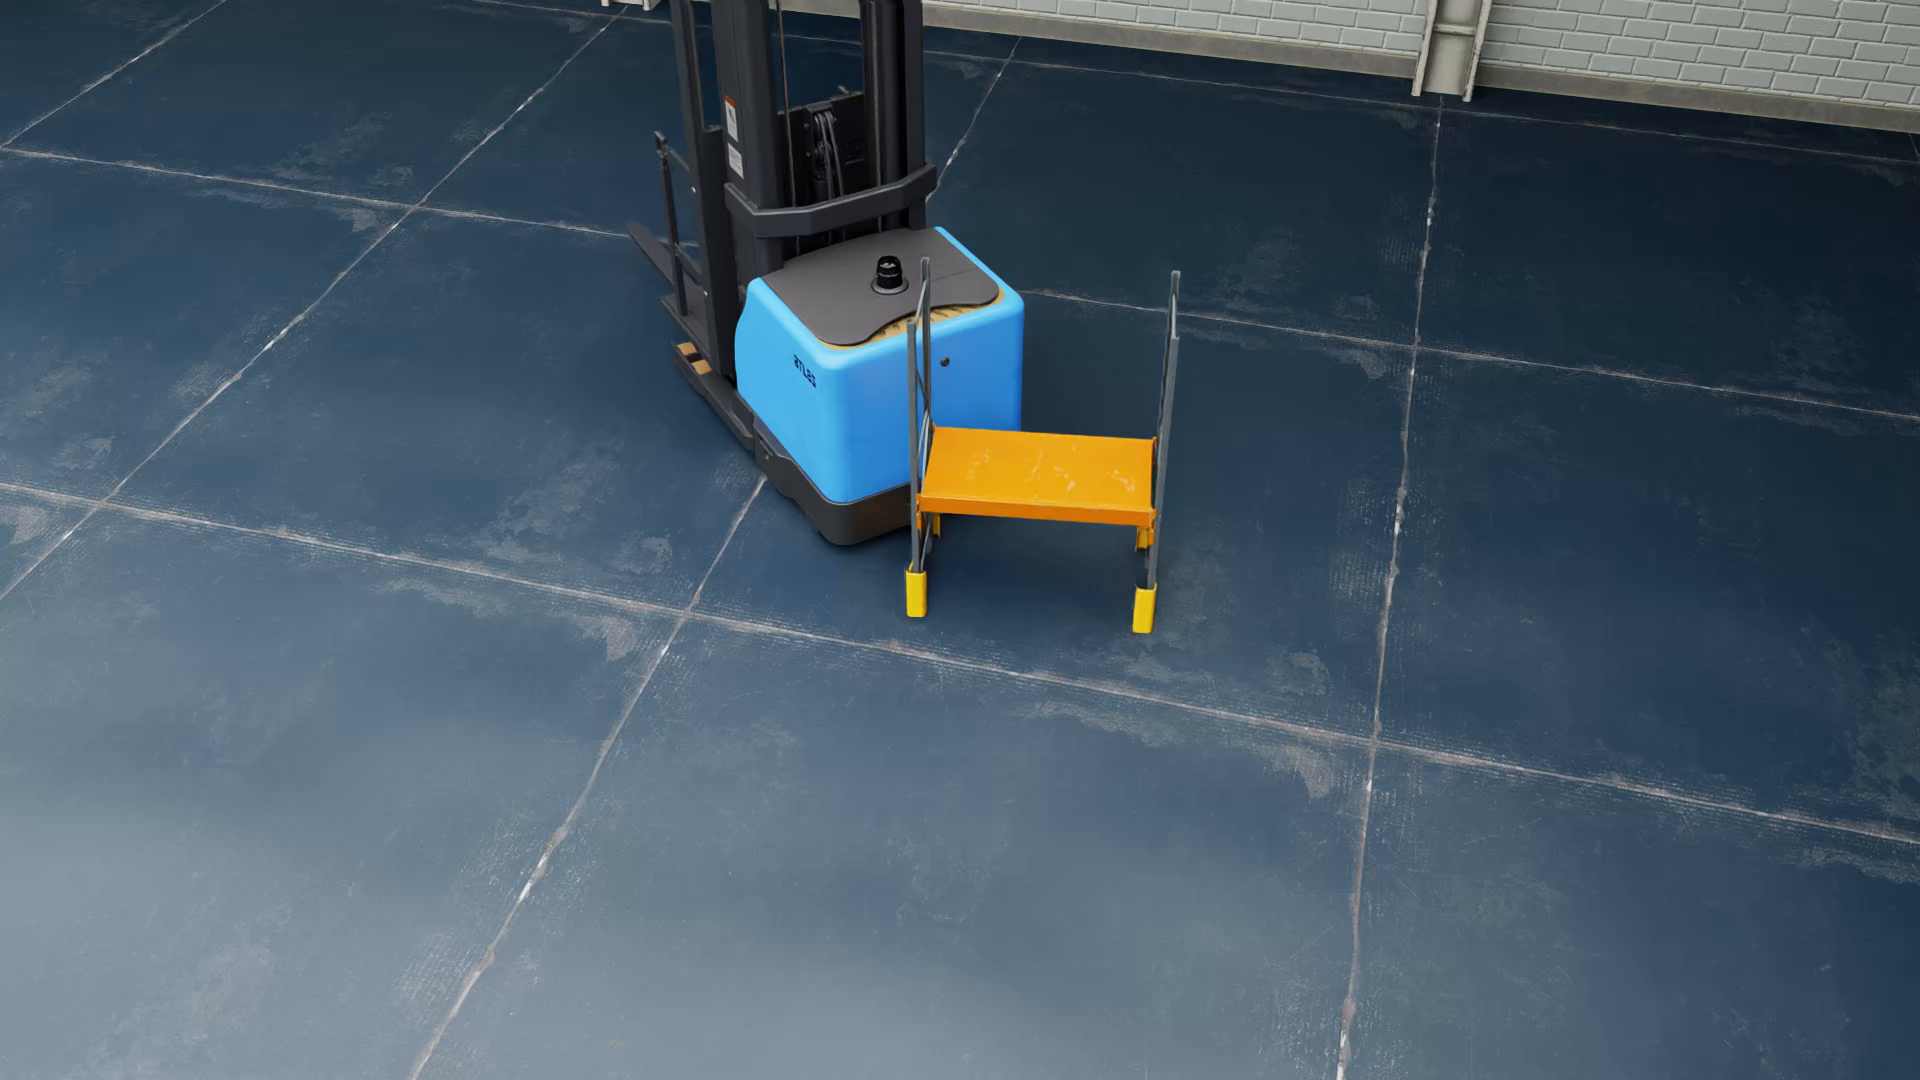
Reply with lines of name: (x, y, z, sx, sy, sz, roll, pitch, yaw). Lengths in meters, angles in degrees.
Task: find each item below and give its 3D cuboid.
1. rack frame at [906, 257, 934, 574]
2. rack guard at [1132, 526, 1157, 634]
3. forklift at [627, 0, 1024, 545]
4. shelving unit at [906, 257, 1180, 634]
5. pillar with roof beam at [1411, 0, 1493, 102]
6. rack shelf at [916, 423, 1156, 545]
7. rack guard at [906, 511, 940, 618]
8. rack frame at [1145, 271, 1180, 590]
rack frame: (-0.165, -0.420, 7.084, 0.032, 1.500, 0.500, 4, 40, 5)
rack guard: (0.827, 0.126, 7.406, 0.087, 0.250, 0.587, 4, 40, 5)
forklift: (-0.870, -2.028, 7.886, 1.130, 2.935, 3.031, -20, 44, -23)
shelving unit: (0.331, -0.387, 7.044, 1.083, 1.500, 0.587, 4, 40, 5)
pillar with roof beam: (2.207, -3.875, 5.367, 0.400, 9.000, 9.100, 10, 41, 11)
rack shelf: (0.340, -0.248, 7.159, 1.000, 0.185, 0.538, 4, 40, 5)
rack guard: (-0.164, 0.058, 7.486, 0.087, 0.250, 0.587, 4, 40, 5)
rack frame: (0.846, -0.352, 7.003, 0.032, 1.500, 0.500, 4, 40, 5)
